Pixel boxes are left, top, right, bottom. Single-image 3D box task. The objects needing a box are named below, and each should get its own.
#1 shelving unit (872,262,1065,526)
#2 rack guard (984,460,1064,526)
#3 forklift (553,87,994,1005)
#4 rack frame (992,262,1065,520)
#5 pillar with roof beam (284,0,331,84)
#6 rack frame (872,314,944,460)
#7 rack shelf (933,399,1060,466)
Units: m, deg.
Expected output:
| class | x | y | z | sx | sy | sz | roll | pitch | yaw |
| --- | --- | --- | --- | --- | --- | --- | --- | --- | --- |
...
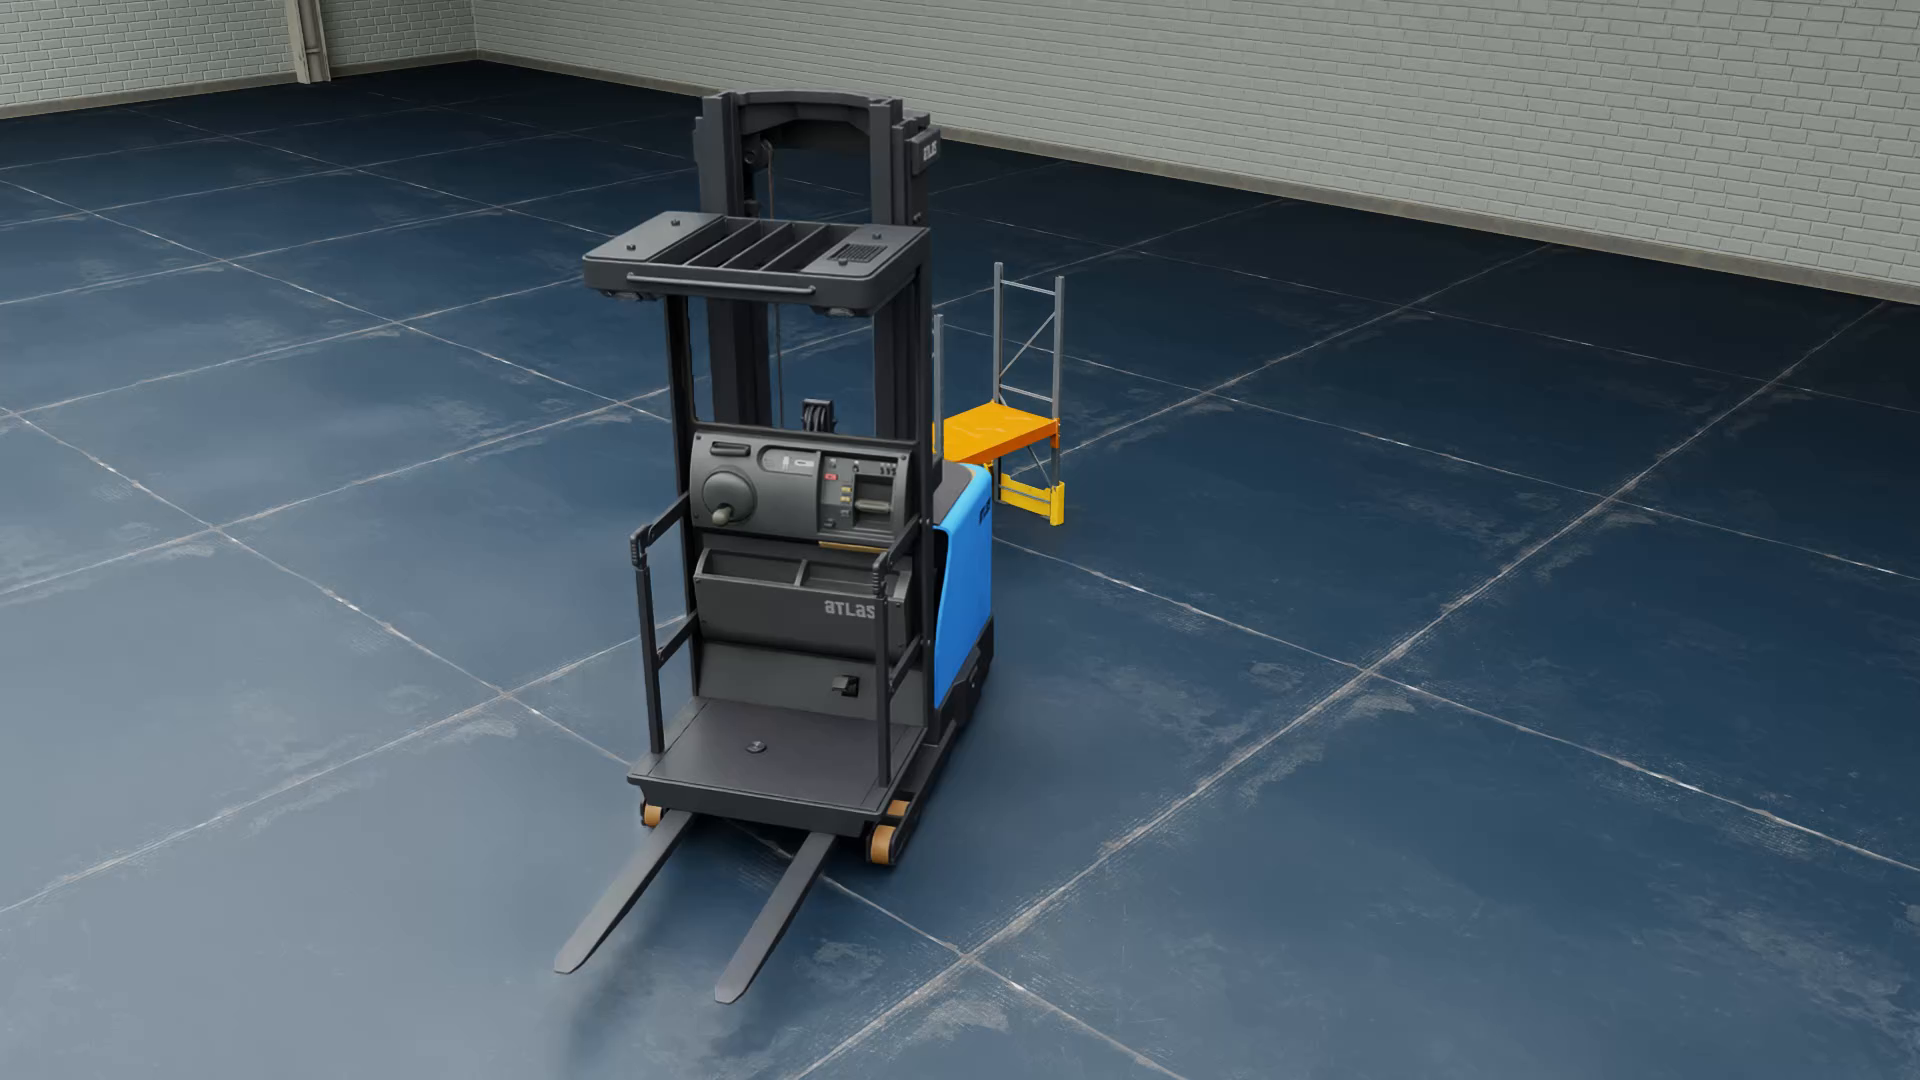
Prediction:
| class | x | y | z | sx | sy | sz | roll | pitch | yaw |
| --- | --- | --- | --- | --- | --- | --- | --- | --- | --- |
| shelving unit | 0.051 | -0.708 | 9.495 | 0.587 | 1.500 | 1.083 | 20 | 31 | 38 |
| rack guard | 0.383 | -0.289 | 10.089 | 0.587 | 0.250 | 0.087 | 20 | 31 | 38 |
| forklift | -0.711 | -0.185 | 6.580 | 1.130 | 2.935 | 3.031 | 6 | 25 | 14 |
| rack frame | 0.396 | -0.865 | 9.847 | 0.500 | 1.500 | 0.032 | 20 | 31 | 38 |
| pillar with roof beam | -6.638 | -9.924 | 20.885 | 9.100 | 9.000 | 0.400 | 20 | 31 | 38 |
| rack frame | -0.282 | -0.555 | 9.156 | 0.500 | 1.500 | 0.032 | 20 | 31 | 38 |
| rack shelf | 0.057 | -0.546 | 9.575 | 0.538 | 0.185 | 1.000 | 20 | 31 | 38 |
